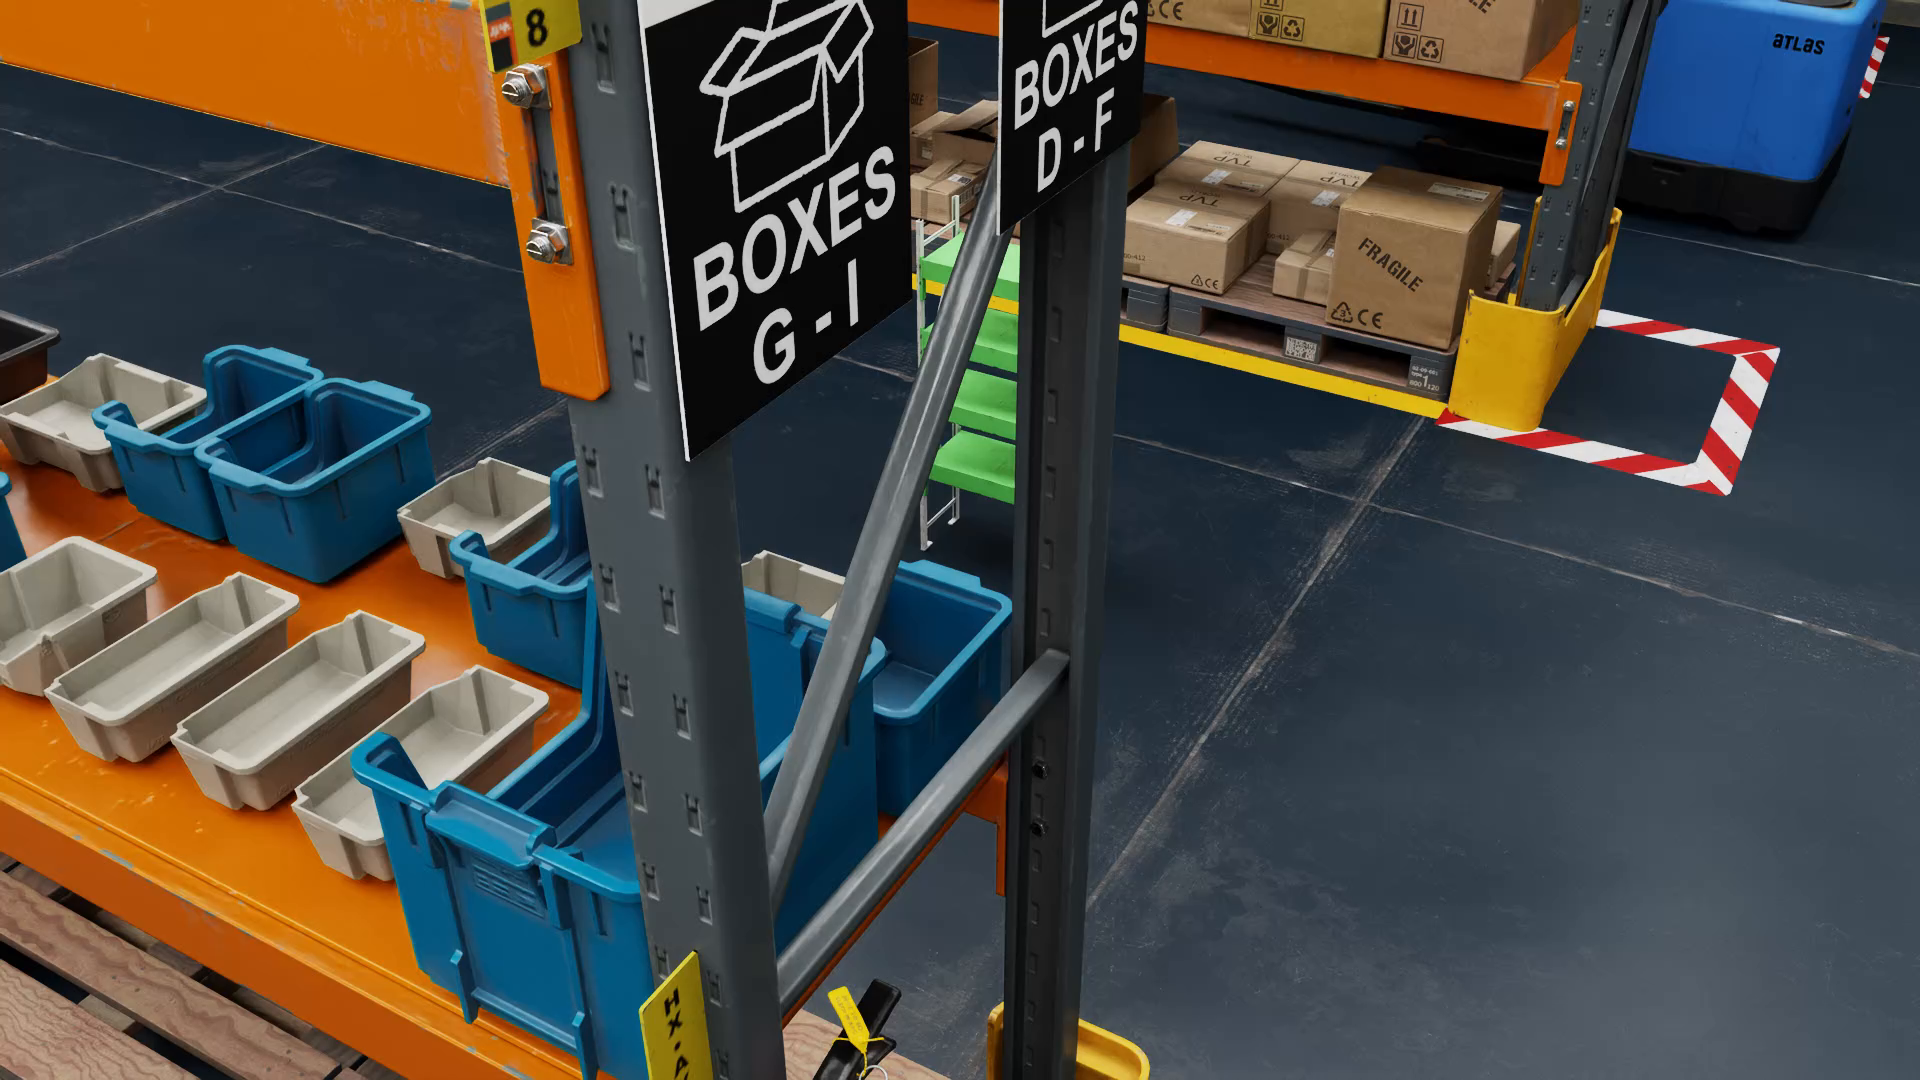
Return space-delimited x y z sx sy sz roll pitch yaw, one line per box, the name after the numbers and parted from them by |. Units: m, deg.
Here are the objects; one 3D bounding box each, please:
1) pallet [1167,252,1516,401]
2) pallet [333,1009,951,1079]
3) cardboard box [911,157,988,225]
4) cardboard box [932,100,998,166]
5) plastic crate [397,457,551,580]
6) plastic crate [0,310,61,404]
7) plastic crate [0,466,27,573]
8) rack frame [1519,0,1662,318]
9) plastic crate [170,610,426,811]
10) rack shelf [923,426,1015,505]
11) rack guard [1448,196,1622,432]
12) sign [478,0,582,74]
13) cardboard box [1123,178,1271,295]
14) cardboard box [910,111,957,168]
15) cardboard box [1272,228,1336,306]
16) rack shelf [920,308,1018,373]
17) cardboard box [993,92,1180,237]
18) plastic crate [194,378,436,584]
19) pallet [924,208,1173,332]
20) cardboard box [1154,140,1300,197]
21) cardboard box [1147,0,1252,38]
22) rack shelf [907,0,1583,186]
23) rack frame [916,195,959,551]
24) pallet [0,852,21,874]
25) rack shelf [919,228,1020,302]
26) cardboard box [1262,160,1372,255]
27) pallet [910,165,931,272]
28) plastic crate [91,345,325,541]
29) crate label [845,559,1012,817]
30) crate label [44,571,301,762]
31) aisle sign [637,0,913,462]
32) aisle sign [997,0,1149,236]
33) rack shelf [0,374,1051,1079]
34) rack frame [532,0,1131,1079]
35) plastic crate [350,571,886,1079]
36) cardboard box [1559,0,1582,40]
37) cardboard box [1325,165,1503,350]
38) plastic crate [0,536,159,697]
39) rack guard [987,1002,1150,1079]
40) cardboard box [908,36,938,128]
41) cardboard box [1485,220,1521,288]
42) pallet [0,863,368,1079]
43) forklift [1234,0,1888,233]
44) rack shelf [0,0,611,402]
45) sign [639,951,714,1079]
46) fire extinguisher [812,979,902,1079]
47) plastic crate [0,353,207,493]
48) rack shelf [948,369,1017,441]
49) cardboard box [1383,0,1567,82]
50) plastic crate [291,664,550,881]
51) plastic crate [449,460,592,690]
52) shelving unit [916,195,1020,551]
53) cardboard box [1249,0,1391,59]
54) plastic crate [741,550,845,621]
1.635 -1.035 7.114 1.213 0.211 1.003 18 37 24 | pallet
-0.765 1.342 3.544 1.213 0.211 1.003 18 37 24 | pallet
-0.067 -1.607 7.616 0.250 0.166 0.380 18 37 24 | cardboard box
0.207 -1.893 7.916 0.500 0.311 0.500 18 37 24 | cardboard box
-0.945 -0.029 3.272 0.298 0.136 0.250 18 37 24 | plastic crate
-2.436 -0.405 3.846 0.590 0.125 0.437 18 37 24 | plastic crate
-1.978 0.030 3.095 0.300 0.233 0.416 18 37 24 | plastic crate
2.393 -1.956 5.981 0.127 3.000 1.000 18 37 24 | rack frame
-1.110 0.288 2.795 0.243 0.136 0.396 18 37 24 | plastic crate
0.144 -0.201 5.518 0.480 0.148 0.258 18 37 24 | rack shelf
2.327 -0.936 6.705 0.348 0.500 1.175 18 37 24 | rack guard
-0.327 -0.509 1.196 0.005 0.325 0.100 18 37 24 | sign
0.989 -1.301 7.082 0.500 0.250 0.500 18 37 24 | cardboard box
-0.089 -1.958 8.159 0.250 0.149 0.380 18 37 24 | cardboard box
1.492 -1.145 6.923 0.250 0.166 0.380 18 37 24 | cardboard box
0.144 -0.600 5.251 0.480 0.148 0.258 18 37 24 | rack shelf
0.554 -1.686 7.431 0.637 0.503 0.797 18 37 24 | cardboard box
-1.262 -0.117 3.316 0.300 0.233 0.416 18 37 24 | plastic crate
0.579 -1.371 7.618 1.213 0.211 1.003 18 37 24 | pallet
1.194 -1.556 7.464 0.500 0.250 0.500 18 37 24 | cardboard box
0.987 -2.270 6.363 0.500 0.500 0.500 18 38 25 | cardboard box
0.657 -2.206 7.006 4.000 0.370 1.077 18 37 24 | rack shelf
-0.068 -0.521 5.450 0.015 1.200 0.240 18 37 24 | rack frame
-2.883 0.671 4.552 1.213 0.211 1.003 18 37 24 | pallet
0.144 -0.800 5.118 0.480 0.148 0.258 18 37 24 | rack shelf
1.628 -1.418 7.257 0.500 0.250 0.500 18 37 24 | cardboard box
-0.484 -1.706 8.121 1.213 0.211 1.003 18 37 24 | pallet
-1.523 -0.199 3.440 0.300 0.233 0.416 18 37 24 | plastic crate
-0.119 0.245 2.772 0.303 0.233 0.416 18 37 24 | crate label
-1.364 0.223 2.893 0.243 0.136 0.396 18 37 24 | crate label
-0.151 -0.494 1.441 0.004 0.787 0.394 18 37 24 | aisle sign
0.142 -0.778 1.867 0.004 0.787 0.394 18 37 24 | aisle sign
-1.804 0.176 3.428 4.000 0.370 1.077 18 37 24 | rack shelf
-0.069 0.428 2.400 0.053 2.616 0.949 18 37 24 | rack frame
-0.451 0.385 2.380 0.499 0.435 0.616 18 37 24 | plastic crate
2.139 -2.246 6.327 0.500 0.500 0.500 18 38 25 | cardboard box
1.799 -1.130 6.598 0.500 0.500 0.500 18 37 24 | cardboard box
-1.630 0.150 3.002 0.250 0.136 0.298 18 37 24 | plastic crate
-0.040 1.468 3.095 0.348 0.500 1.175 18 37 24 | rack guard
-0.444 -2.178 8.173 0.500 0.500 0.500 18 37 24 | cardboard box
2.200 -1.233 7.070 0.250 0.149 0.380 18 37 24 | cardboard box
-1.820 1.006 4.049 1.213 0.211 1.003 18 37 24 | pallet
2.952 -3.295 8.053 3.031 2.935 1.130 20 39 27 | forklift
-1.804 -1.072 2.597 4.000 0.370 1.077 18 37 24 | rack shelf
-0.327 0.628 1.953 0.005 0.325 0.100 18 37 24 | sign
-0.162 0.874 2.137 0.183 0.674 0.296 18 37 24 | fire extinguisher
-1.880 -0.254 3.609 0.466 0.136 0.293 18 37 24 | plastic crate
0.144 -0.401 5.384 0.480 0.148 0.258 18 37 24 | rack shelf
1.869 -1.990 5.941 0.500 0.500 0.500 19 38 26 | cardboard box
-0.866 0.374 2.665 0.243 0.136 0.396 18 37 24 | plastic crate
-0.690 0.064 3.044 0.300 0.233 0.416 18 37 24 | plastic crate
0.144 -0.454 5.349 0.503 1.200 0.258 18 37 24 | shelving unit
1.417 -2.131 6.153 0.500 0.500 0.500 18 38 25 | cardboard box
-0.356 0.157 2.991 0.298 0.136 0.250 18 37 24 | plastic crate
